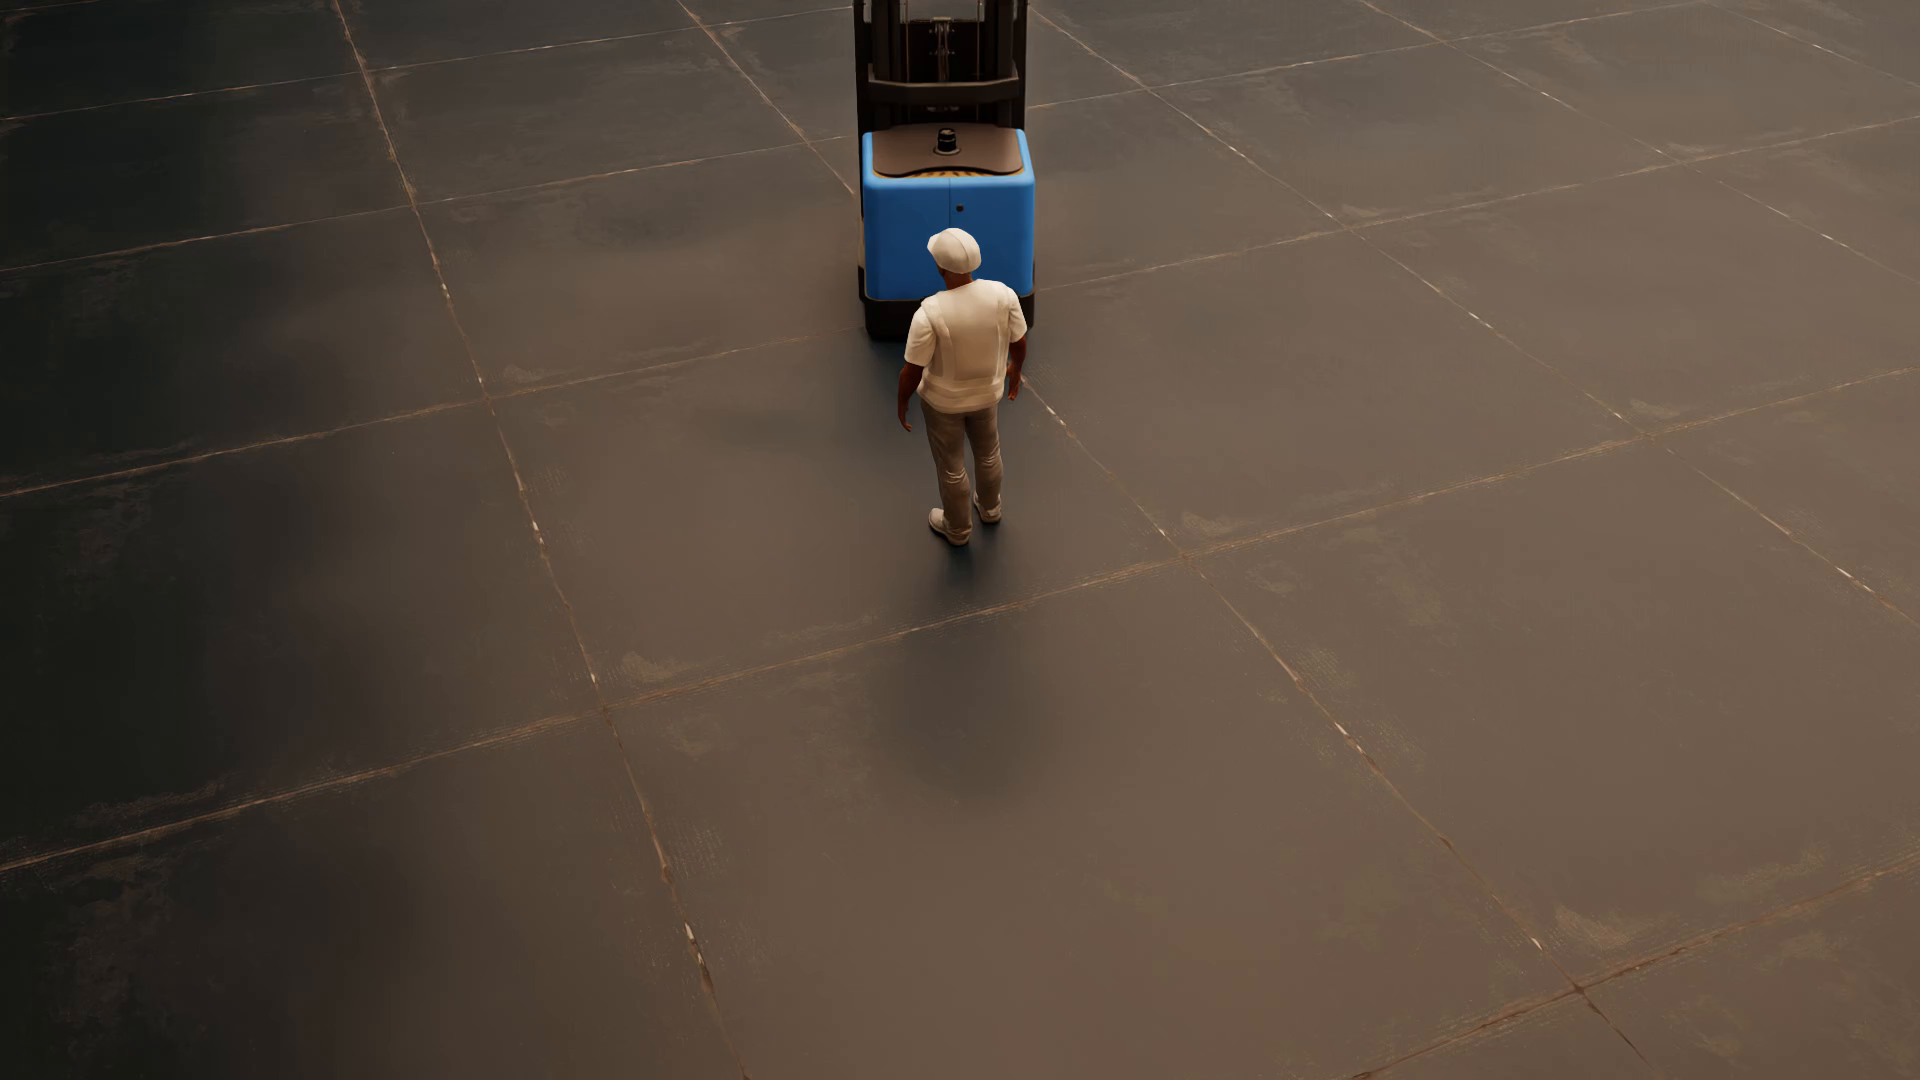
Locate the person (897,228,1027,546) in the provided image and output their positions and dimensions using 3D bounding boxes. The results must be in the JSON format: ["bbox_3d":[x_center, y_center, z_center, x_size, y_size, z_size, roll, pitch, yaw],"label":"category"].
[{"bbox_3d":[-0.021,-0.764,8.166,0.665,1.765,0.577,-14,38,-19],"label":"person"}]

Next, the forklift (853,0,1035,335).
[{"bbox_3d":[-0.137,-3.290,10.725,1.130,2.935,3.031,-2,35,-2],"label":"forklift"}]
